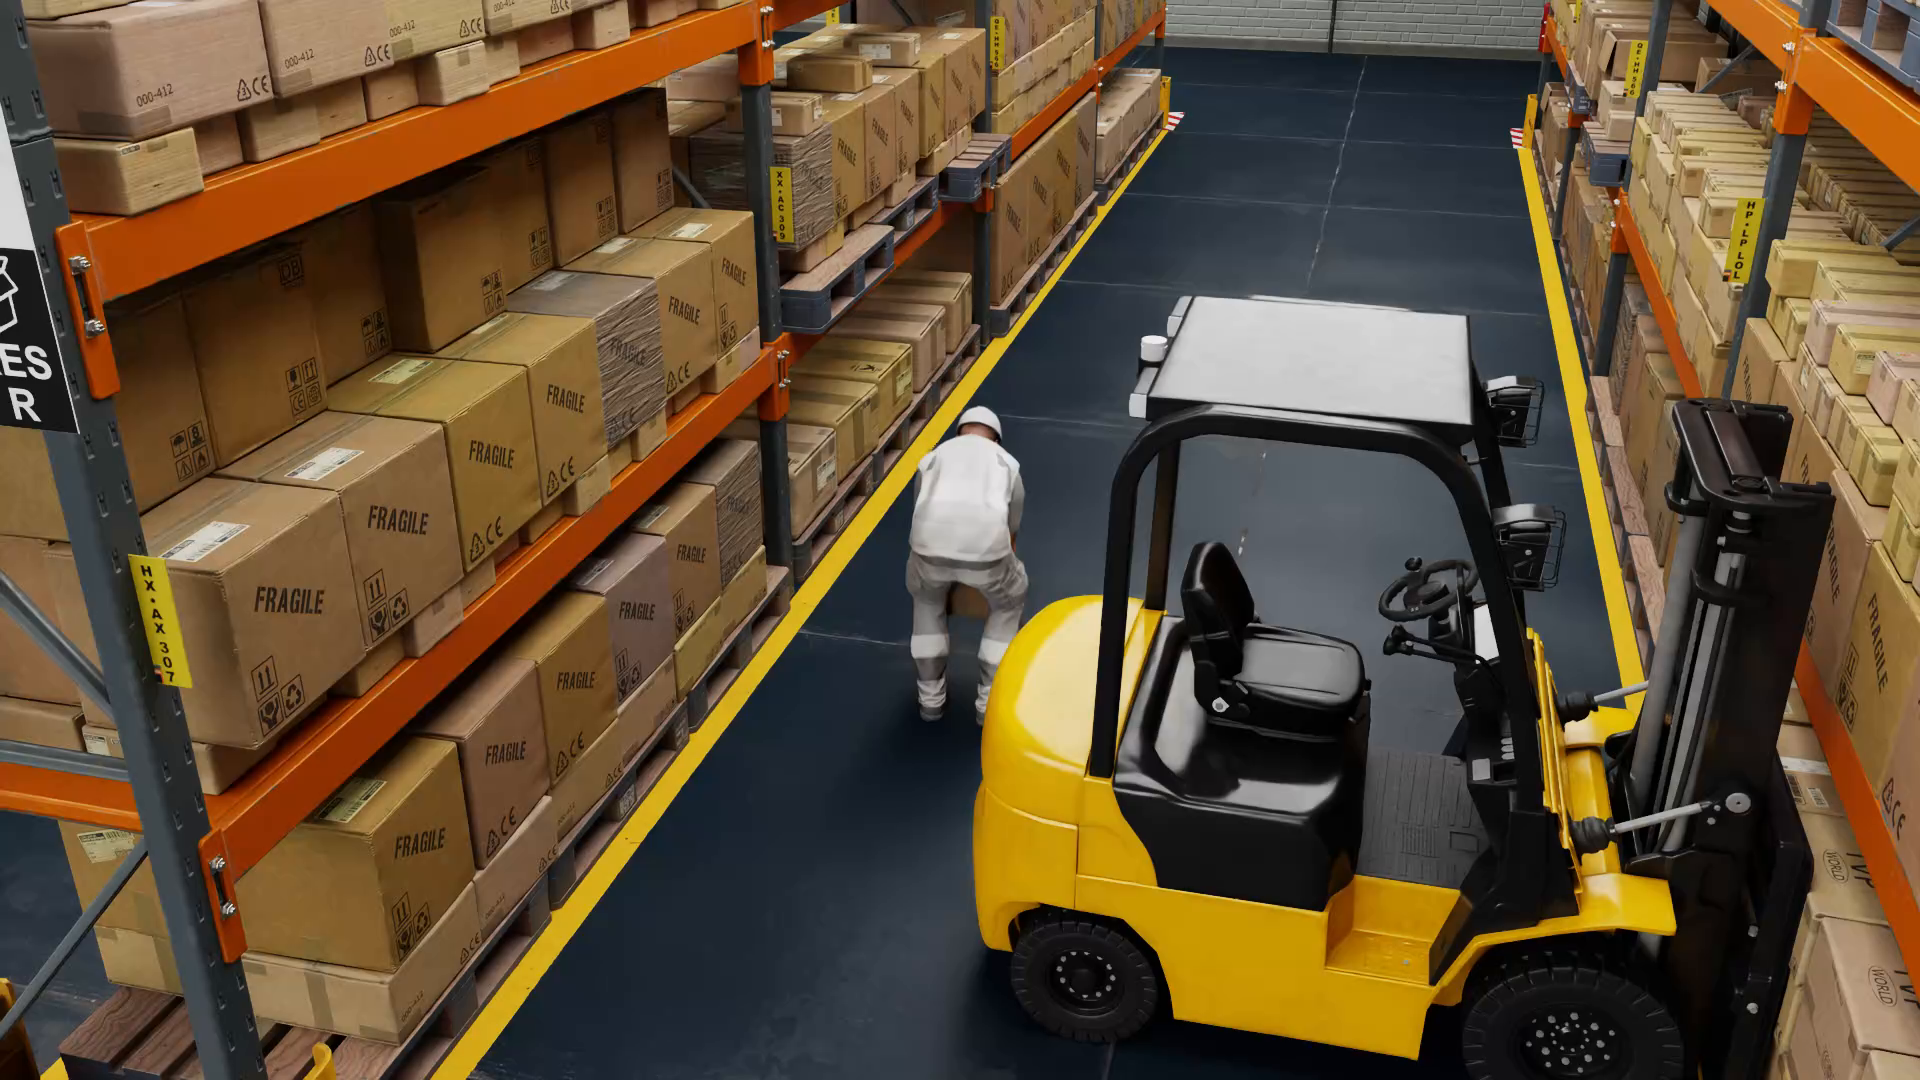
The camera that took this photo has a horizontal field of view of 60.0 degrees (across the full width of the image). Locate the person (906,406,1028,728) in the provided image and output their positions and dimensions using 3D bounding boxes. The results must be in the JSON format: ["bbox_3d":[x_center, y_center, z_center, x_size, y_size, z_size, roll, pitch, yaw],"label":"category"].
[{"bbox_3d":[0.050,0.113,7.061,0.523,1.173,0.945,4,25,9],"label":"person"}]
